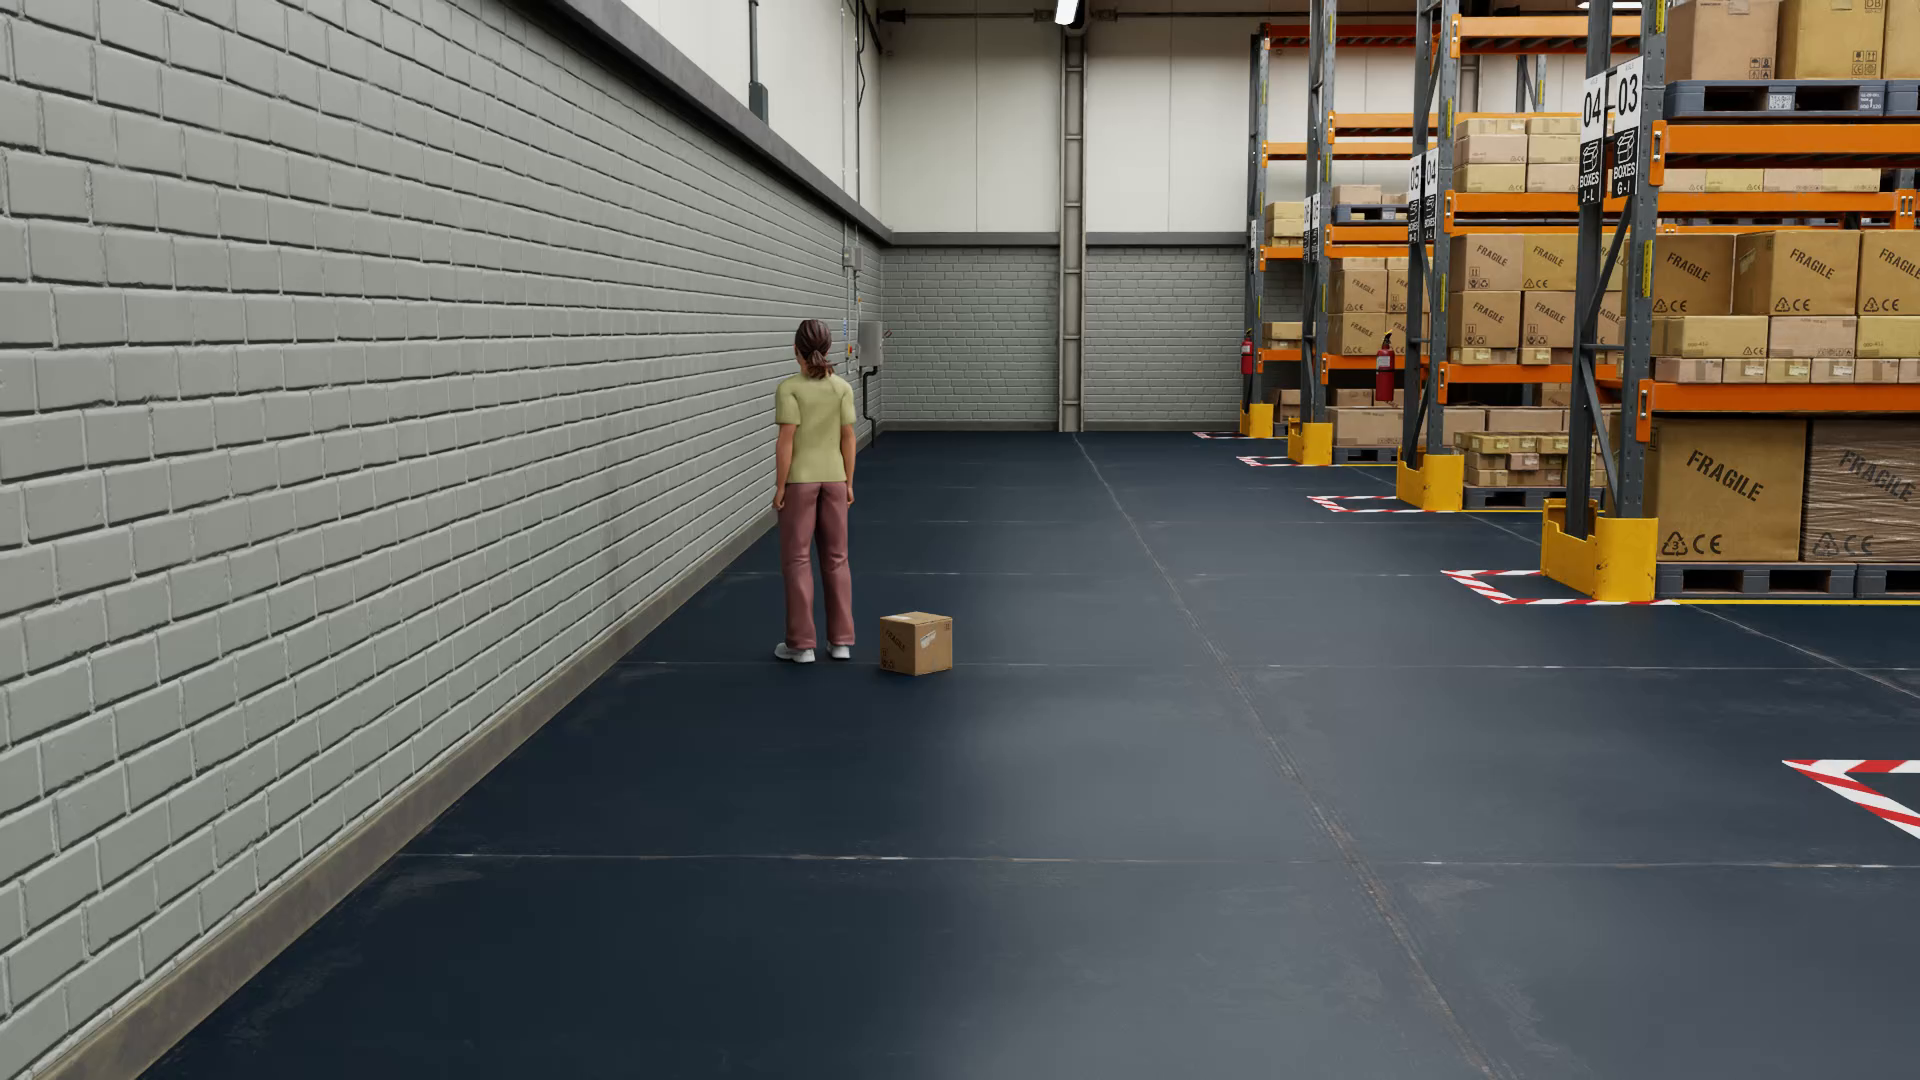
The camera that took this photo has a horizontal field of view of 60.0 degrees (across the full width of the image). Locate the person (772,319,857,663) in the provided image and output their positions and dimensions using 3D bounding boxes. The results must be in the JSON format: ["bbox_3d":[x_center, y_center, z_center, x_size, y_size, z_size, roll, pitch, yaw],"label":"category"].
[{"bbox_3d":[-0.724,-0.241,8.159,0.429,1.674,0.364,-4,8,-28],"label":"person"}]
